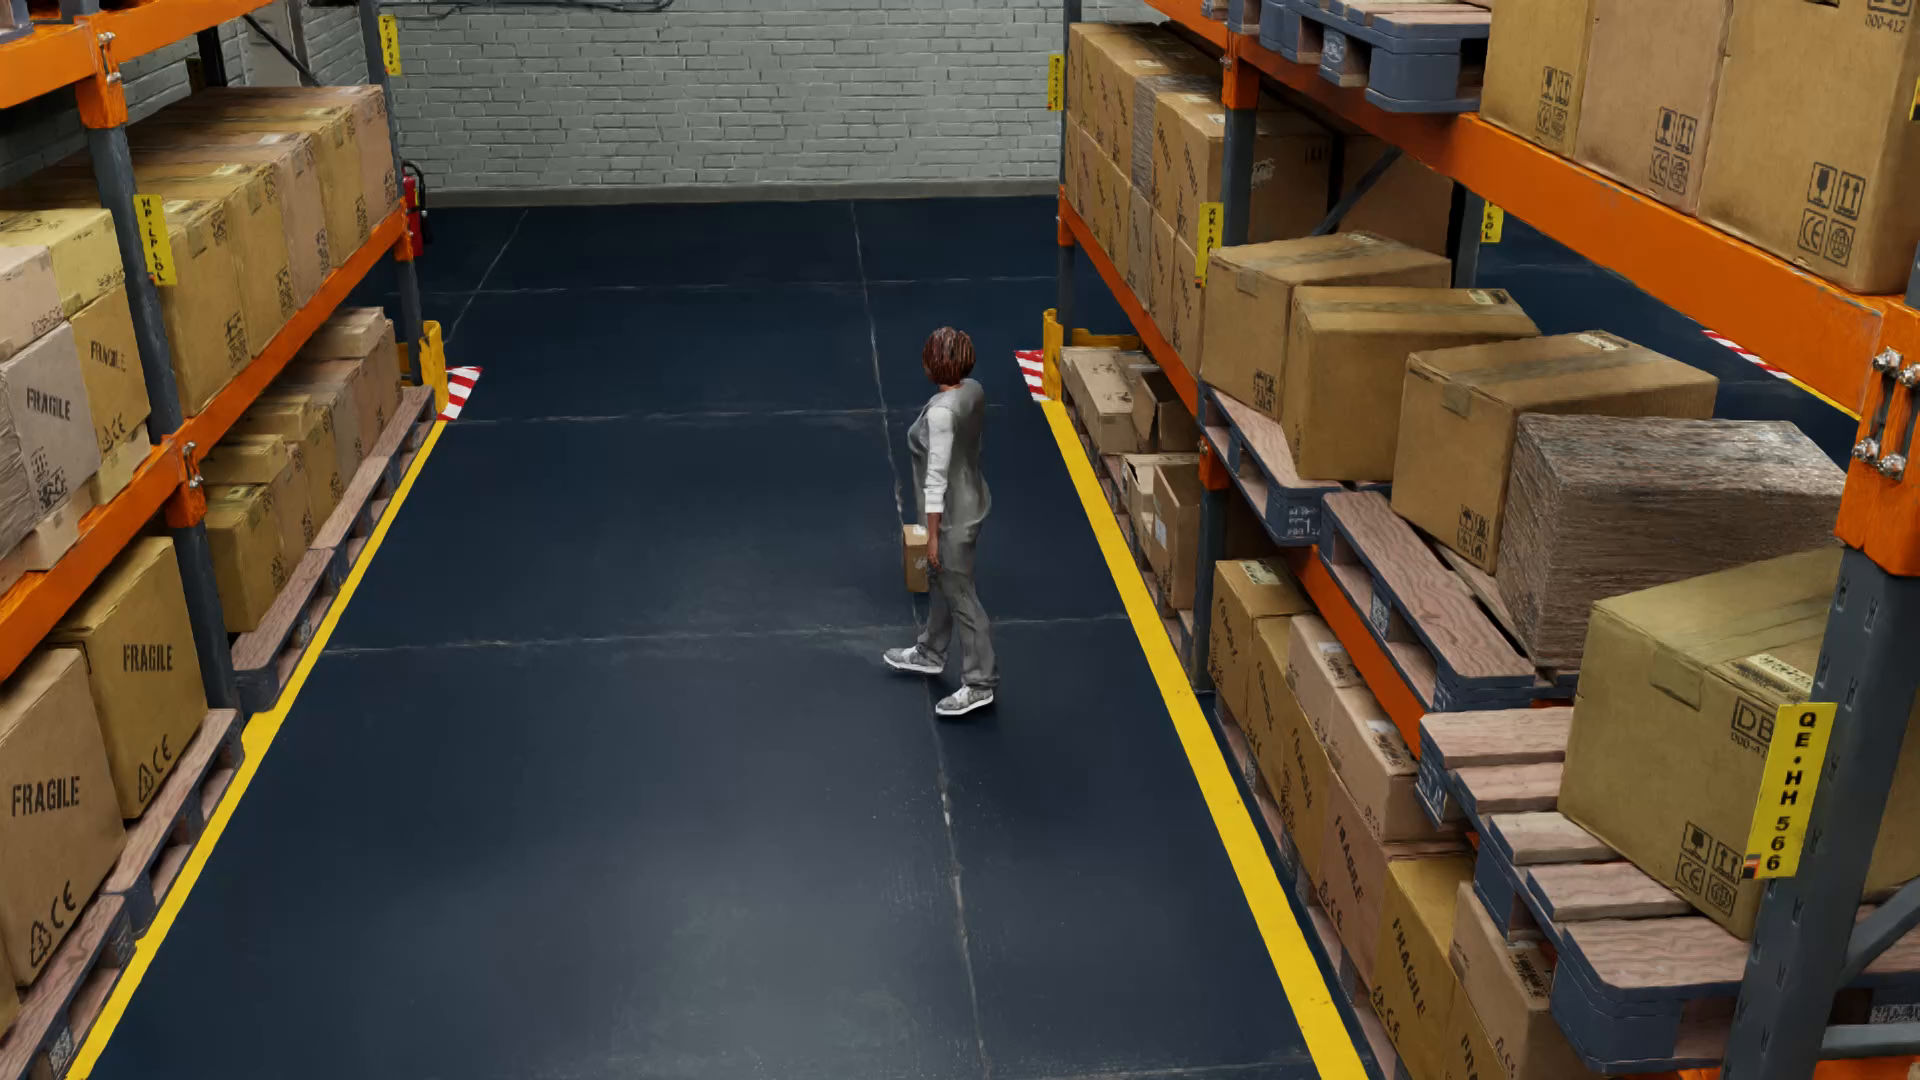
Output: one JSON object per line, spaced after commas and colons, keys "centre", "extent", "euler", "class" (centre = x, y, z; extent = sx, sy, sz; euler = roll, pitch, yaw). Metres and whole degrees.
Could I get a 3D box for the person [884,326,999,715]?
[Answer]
{"centre": [-0.084, -0.112, 6.816], "extent": [0.561, 1.593, 0.601], "euler": [6, 25, 14], "class": "person"}
